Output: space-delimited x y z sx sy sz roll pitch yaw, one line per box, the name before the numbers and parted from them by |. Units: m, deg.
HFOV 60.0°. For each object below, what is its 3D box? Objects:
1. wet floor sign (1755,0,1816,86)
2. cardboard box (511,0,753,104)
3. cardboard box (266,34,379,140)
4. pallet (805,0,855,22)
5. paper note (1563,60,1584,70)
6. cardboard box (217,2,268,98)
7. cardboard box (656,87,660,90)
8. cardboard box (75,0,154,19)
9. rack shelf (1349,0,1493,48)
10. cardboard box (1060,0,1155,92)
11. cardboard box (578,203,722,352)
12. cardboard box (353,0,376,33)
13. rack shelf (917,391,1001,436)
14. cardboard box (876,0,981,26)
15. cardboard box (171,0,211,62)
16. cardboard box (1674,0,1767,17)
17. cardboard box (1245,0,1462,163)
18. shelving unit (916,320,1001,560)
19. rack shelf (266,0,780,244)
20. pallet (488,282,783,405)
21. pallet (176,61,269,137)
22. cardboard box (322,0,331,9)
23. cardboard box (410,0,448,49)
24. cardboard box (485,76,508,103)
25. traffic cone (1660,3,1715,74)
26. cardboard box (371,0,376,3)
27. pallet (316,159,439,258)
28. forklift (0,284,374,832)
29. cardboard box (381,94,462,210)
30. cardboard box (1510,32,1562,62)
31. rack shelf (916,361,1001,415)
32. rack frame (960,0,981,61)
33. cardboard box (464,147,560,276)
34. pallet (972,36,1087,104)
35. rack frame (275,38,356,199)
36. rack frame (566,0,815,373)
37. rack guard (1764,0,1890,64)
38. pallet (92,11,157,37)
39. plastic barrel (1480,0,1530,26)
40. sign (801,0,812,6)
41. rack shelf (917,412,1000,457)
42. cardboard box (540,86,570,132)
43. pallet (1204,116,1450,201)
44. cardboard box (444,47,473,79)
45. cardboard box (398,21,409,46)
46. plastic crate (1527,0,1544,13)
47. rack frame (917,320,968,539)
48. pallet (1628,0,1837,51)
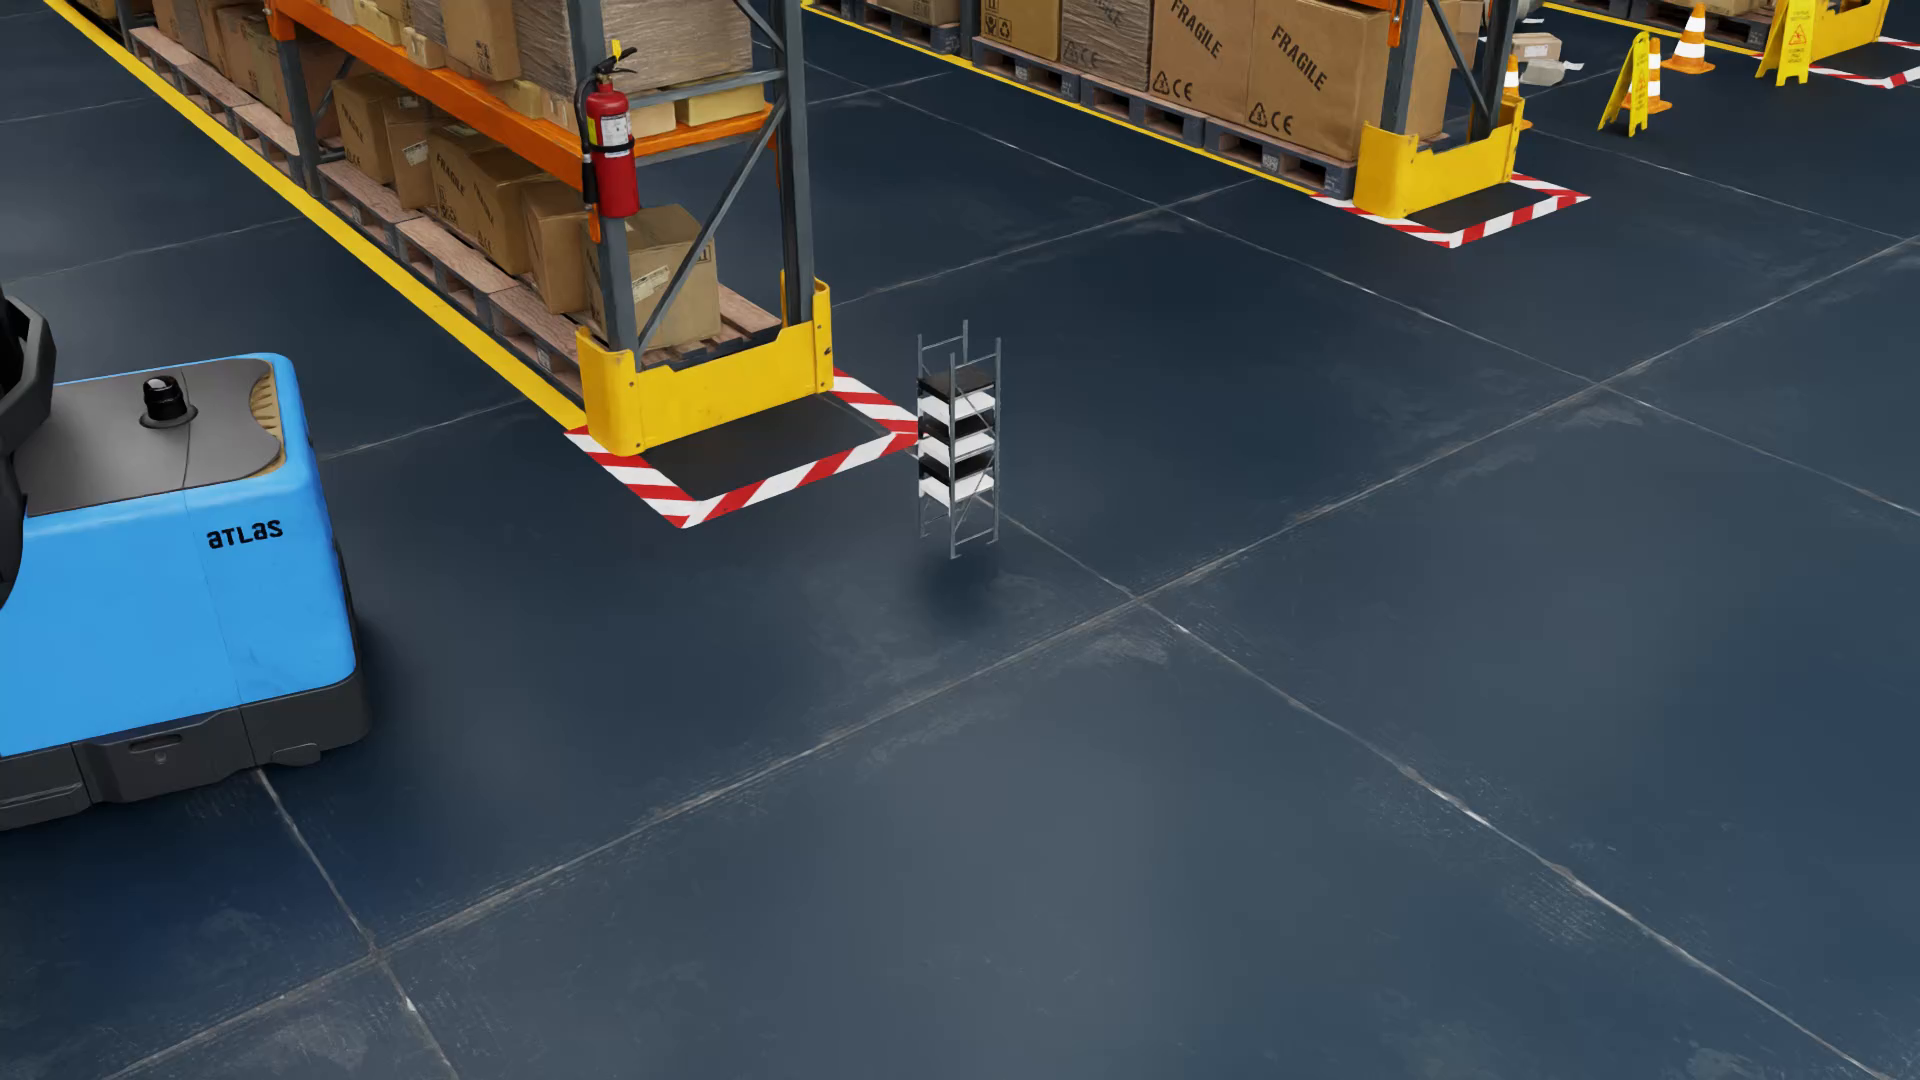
wet floor sign | 6.003 -3.638 11.995 0.267 0.644 0.232 -10 33 -15
cardboard box | -1.412 -2.264 7.175 0.875 0.500 0.500 -22 38 -31
cardboard box | -3.908 -2.912 10.548 0.700 0.500 0.500 -26 40 -35
pallet | -0.854 -4.708 14.130 1.003 0.211 1.213 -22 38 -31
paper note | 4.580 -3.552 12.440 0.142 0.019 0.148 18 36 27
cardboard box | -4.529 -3.350 11.253 0.700 0.500 0.500 -26 40 -35
cardboard box | -1.221 -2.057 7.456 0.380 0.149 0.250 -22 38 -31
cardboard box | -6.409 -4.761 13.189 1.225 0.875 0.875 -24 39 -33
rack shelf | 1.657 -3.947 10.945 1.077 0.370 4.000 -22 38 -31
cardboard box | 1.317 -3.703 11.485 0.875 0.875 0.875 -22 38 -31
cardboard box | -1.466 -1.239 7.873 0.500 0.500 0.500 -15 35 -23
cardboard box | -2.869 -2.717 8.520 0.380 0.149 0.250 -22 38 -31
rack shelf | -0.005 -0.510 6.441 0.258 0.077 0.200 -22 38 -31
cardboard box | -0.021 -4.539 12.949 1.050 0.750 0.750 -22 38 -32
cardboard box | -5.225 -3.816 12.004 0.700 0.500 0.500 -26 40 -35
cardboard box | 6.009 -4.333 13.092 0.500 0.250 0.500 -22 38 -32
cardboard box | 2.416 -2.957 10.283 0.875 0.875 0.875 -22 38 -31
shelving unit | -0.005 -0.386 6.518 0.258 0.900 0.210 -22 38 -31
rack shelf | -2.323 -2.385 8.429 1.077 0.370 4.000 -22 38 -31
pallet | -1.613 -1.054 8.247 1.003 0.211 1.213 -22 38 -31
pallet | -4.780 -3.172 11.657 1.003 0.211 1.213 -22 38 -31
cardboard box | -3.176 -2.926 8.855 0.380 0.149 0.250 -22 38 -31
cardboard box | -2.086 -2.656 7.806 0.875 0.500 0.500 -22 38 -31
cardboard box | -1.922 -2.103 7.532 0.380 0.149 0.250 -22 38 -31
traffic cone | 5.449 -3.747 12.345 0.336 0.463 0.334 -22 38 -31
cardboard box | -2.657 -3.090 8.505 0.875 0.500 0.500 -22 38 -31
pallet | -3.109 -2.071 9.884 1.003 0.211 1.213 -22 38 -31
forklift | -3.546 -0.474 4.734 3.031 2.935 1.130 -12 34 -19
cardboard box | -2.978 -2.225 9.460 0.500 0.500 0.500 -11 33 -16
cardboard box | 4.333 -3.745 12.638 0.380 0.149 0.250 -4 32 -7
rack shelf | -0.005 -0.587 6.393 0.258 0.077 0.200 -22 38 -31
rack frame | 0.431 -5.087 12.097 1.000 3.000 0.127 -22 38 -31
cardboard box | -2.228 -1.744 8.686 0.500 0.500 0.500 -19 36 -27
pallet | 0.836 -3.560 12.282 1.003 0.211 1.213 -22 38 -31
rack frame | -3.549 -3.524 9.581 1.000 3.000 0.127 -22 38 -31
rack frame | -1.096 -1.857 6.897 1.000 3.000 0.127 -22 38 -31
rack guard | 6.685 -4.033 12.770 1.175 0.500 0.348 -22 38 -31
pallet | -6.426 -4.359 13.569 1.003 0.211 1.213 -22 38 -31
plastic barrel | 4.269 -4.340 13.336 0.512 0.421 0.421 1 32 2
sign | -0.668 -2.400 6.951 0.100 0.325 0.005 -22 38 -31
rack shelf | -0.005 -0.434 6.488 0.258 0.077 0.200 -22 38 -31
cardboard box | -1.587 -1.907 7.215 0.380 0.149 0.250 -22 38 -31
pallet | 2.332 -2.543 10.644 1.003 0.211 1.213 -22 38 -31
cardboard box | -2.213 -2.318 7.877 0.380 0.149 0.250 -22 38 -31
cardboard box | -2.535 -2.520 8.203 0.380 0.149 0.250 -22 38 -31
plastic crate | 4.594 -4.570 14.033 0.583 0.080 0.402 18 36 27
rack frame | -0.067 -0.428 6.586 0.240 0.900 0.006 -22 38 -31
pallet | 6.215 -4.260 13.409 1.003 0.211 1.213 -22 38 -31
